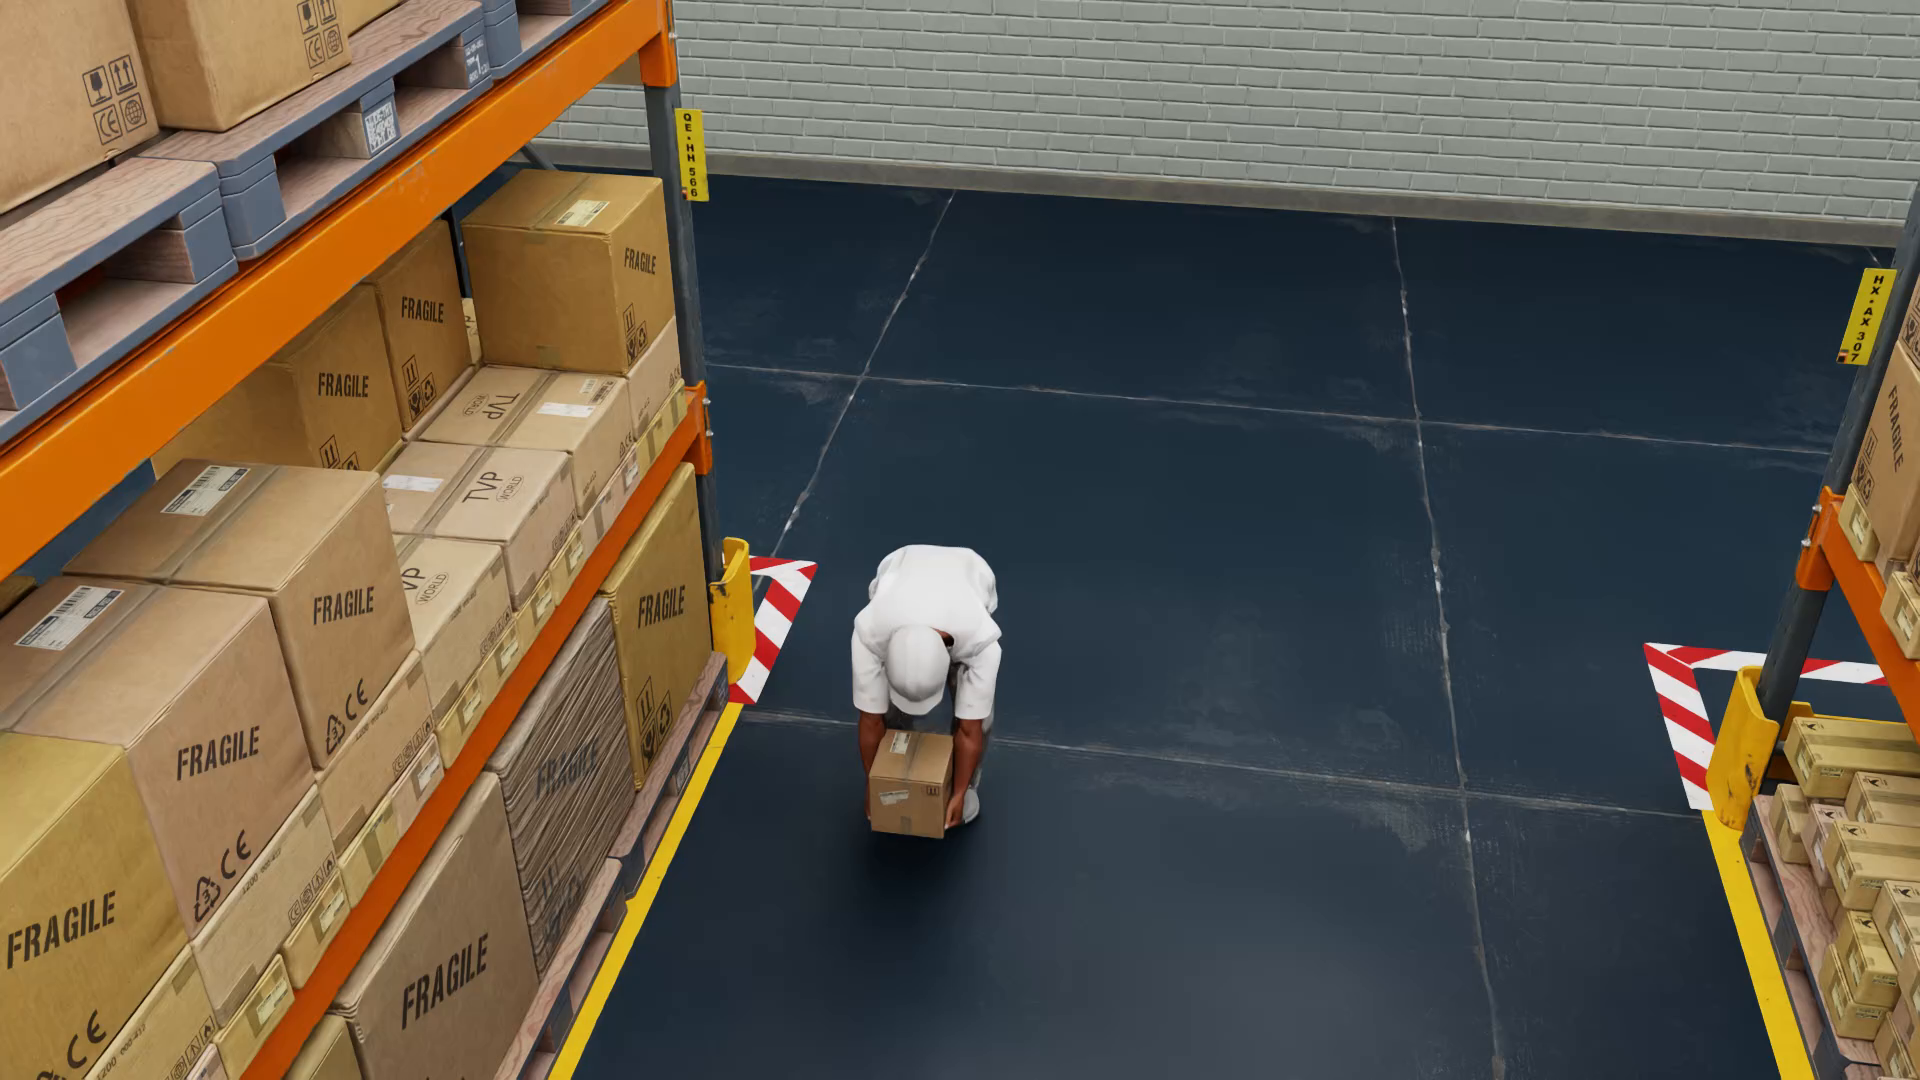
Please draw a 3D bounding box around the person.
[{"bbox_3d":[-0.103,0.567,5.817,0.513,1.123,0.962,4,32,6],"label":"person"}]
